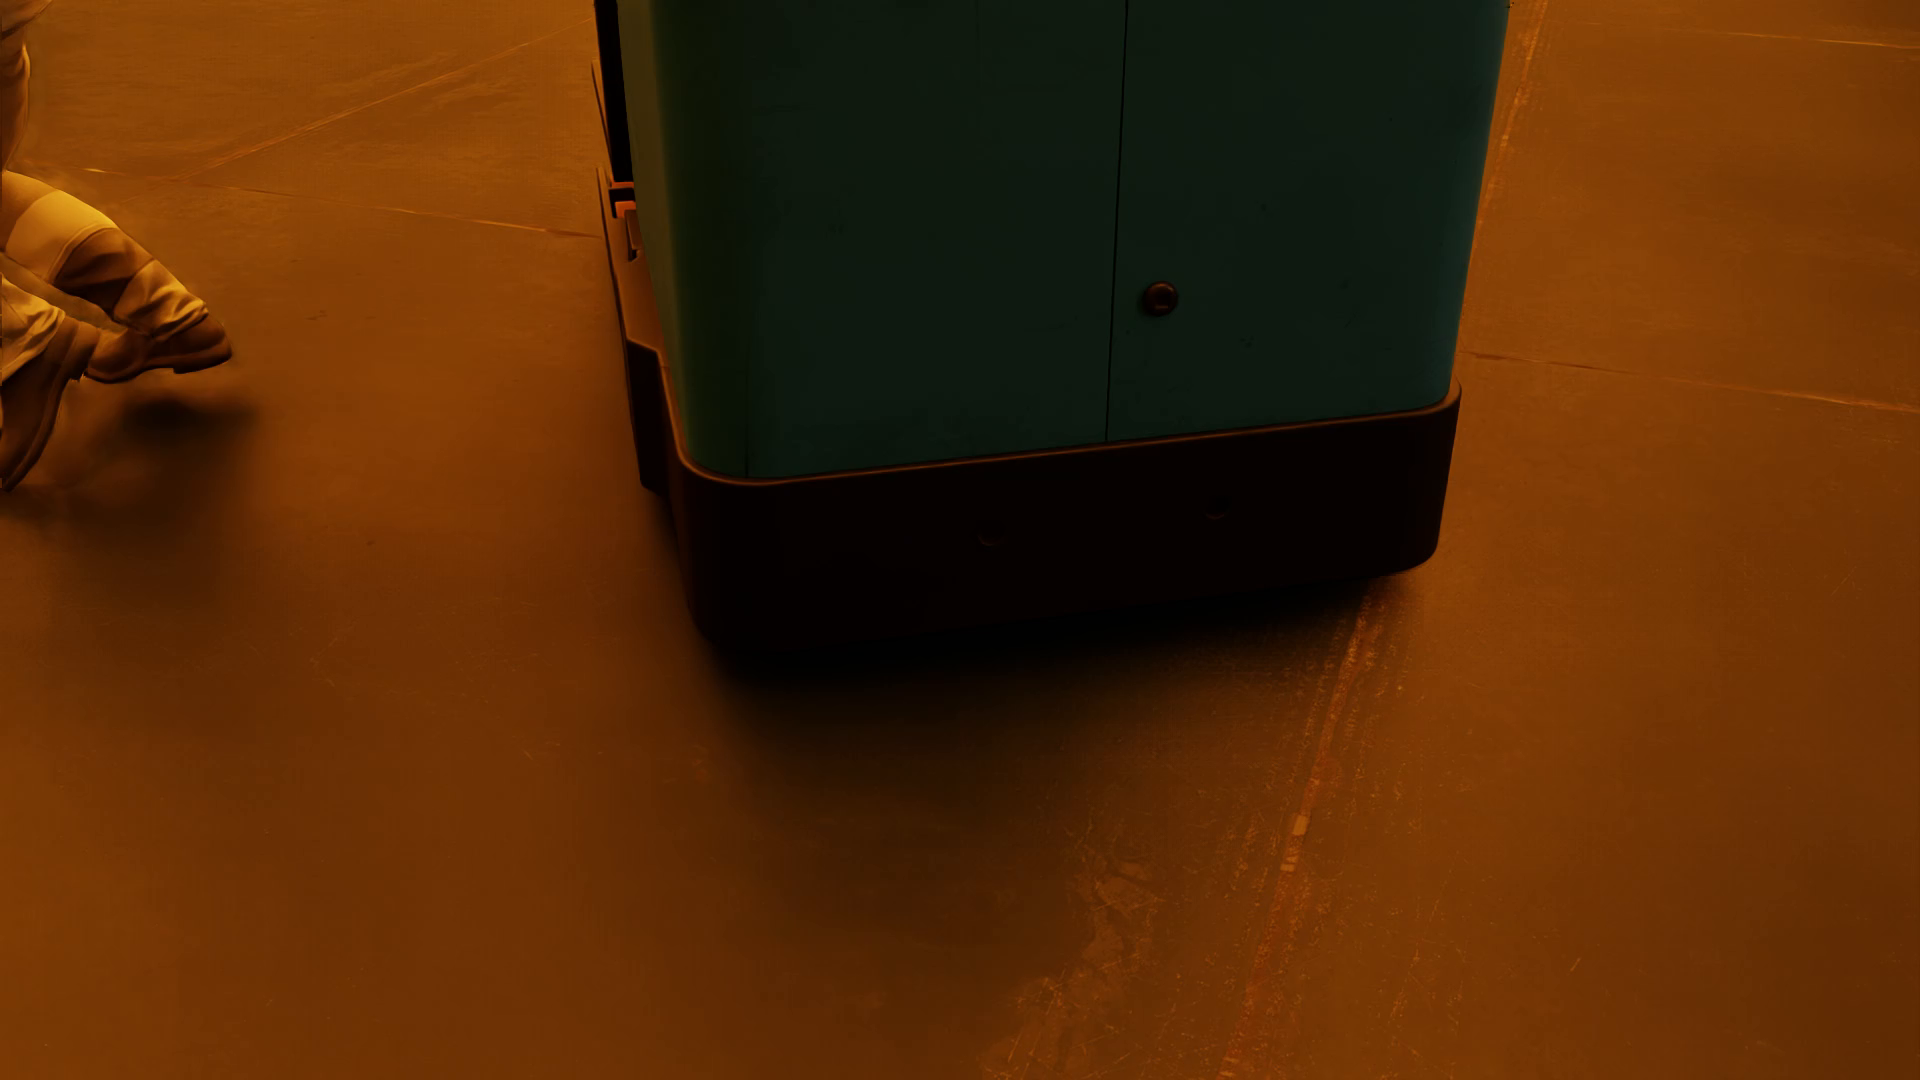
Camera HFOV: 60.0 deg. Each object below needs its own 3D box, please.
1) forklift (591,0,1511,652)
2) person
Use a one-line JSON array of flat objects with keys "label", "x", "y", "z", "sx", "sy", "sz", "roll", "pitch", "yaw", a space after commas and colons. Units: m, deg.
[{"label": "forklift", "x": -0.165, "y": -1.846, "z": 2.784, "sx": 1.130, "sy": 2.935, "sz": 3.031, "roll": -7, "pitch": 30, "yaw": -12}, {"label": "person", "x": -1.451, "y": -0.877, "z": 2.385, "sx": 0.772, "sy": 1.640, "sz": 0.987, "roll": -2, "pitch": 30, "yaw": -3}]
